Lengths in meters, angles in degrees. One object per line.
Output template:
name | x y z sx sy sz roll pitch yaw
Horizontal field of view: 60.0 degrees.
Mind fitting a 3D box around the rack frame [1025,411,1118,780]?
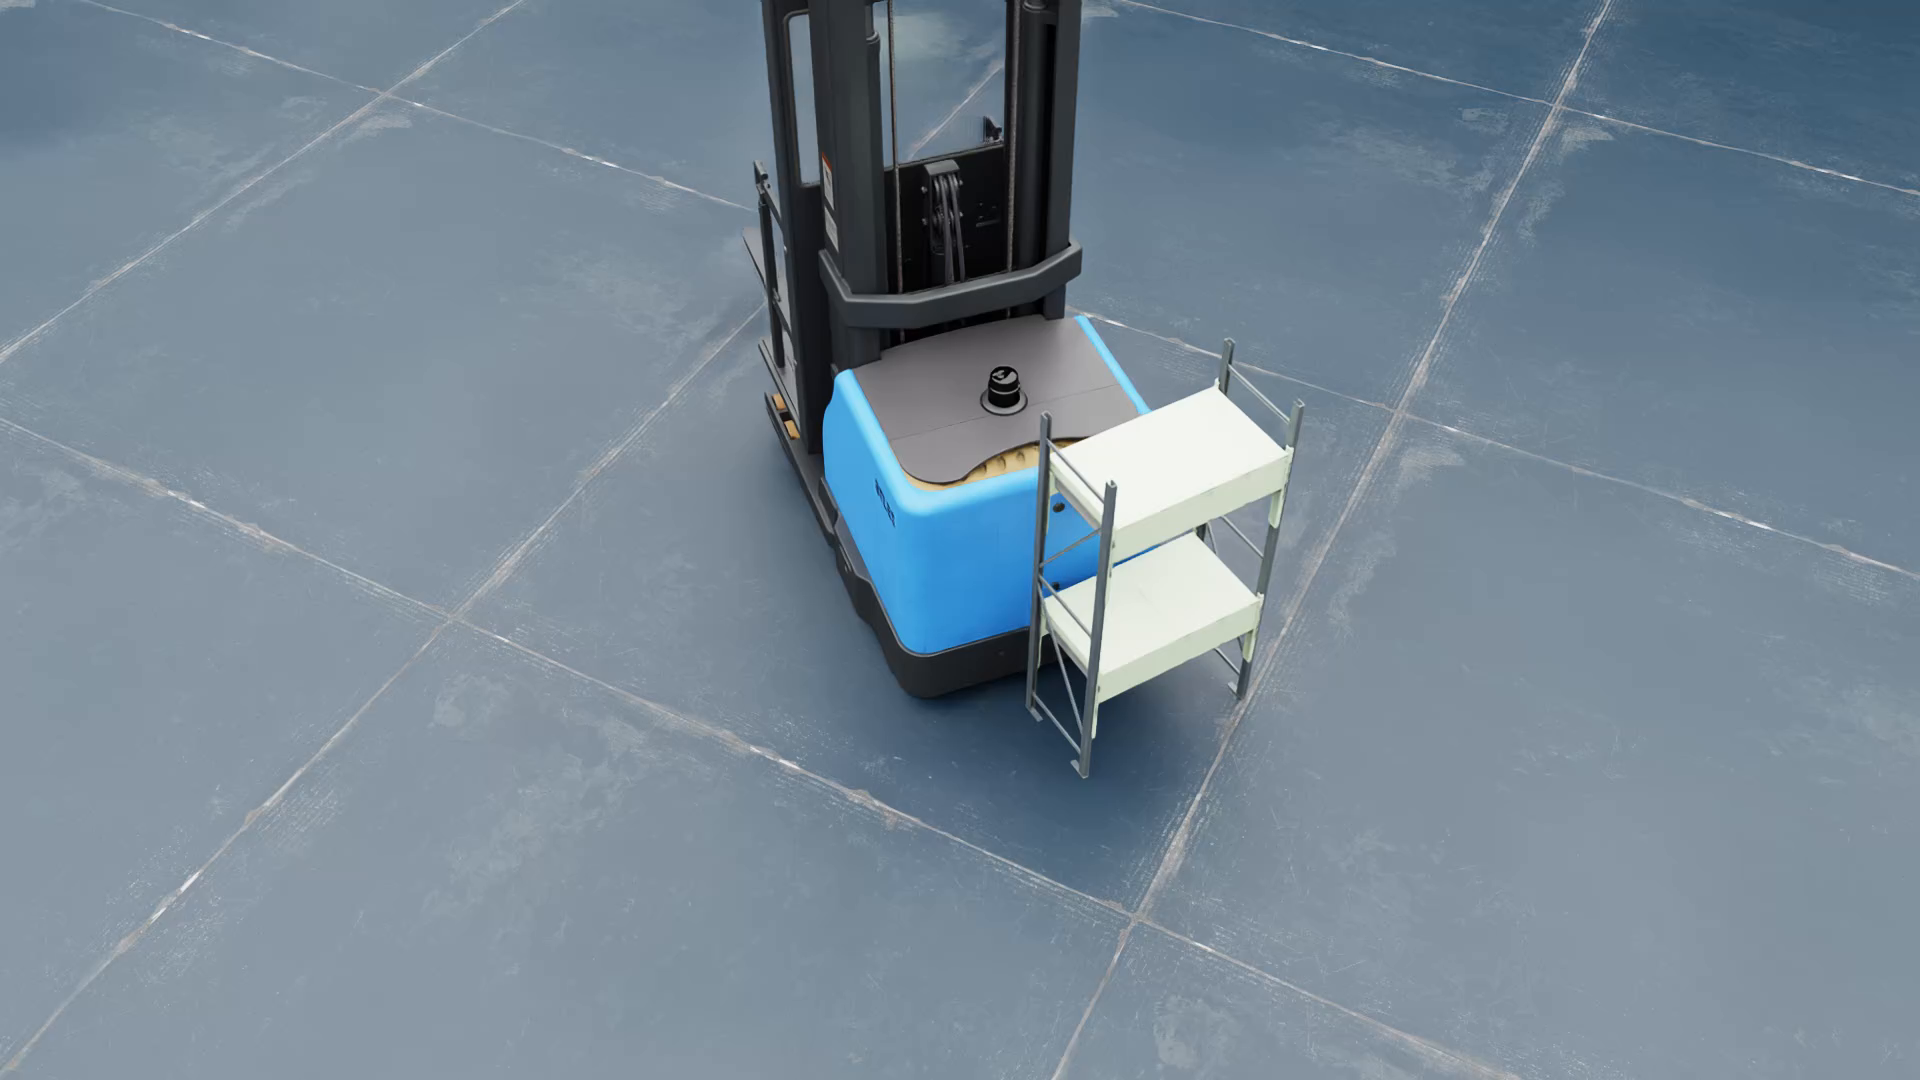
rack frame | 0.367 0.236 5.739 0.023 1.500 0.400 -23 50 -21

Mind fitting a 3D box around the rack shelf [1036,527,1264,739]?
rack shelf | 0.680 0.330 6.105 0.720 0.370 0.431 -23 50 -21

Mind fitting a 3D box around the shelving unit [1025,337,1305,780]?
shelving unit | 0.681 0.103 5.871 0.755 1.500 0.431 -23 50 -21

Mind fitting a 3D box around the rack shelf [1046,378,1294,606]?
rack shelf | 0.683 -0.170 5.591 0.720 0.370 0.431 -23 50 -21

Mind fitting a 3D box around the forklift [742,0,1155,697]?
forklift | -0.233 -1.497 6.449 1.130 2.935 3.031 -15 47 -14

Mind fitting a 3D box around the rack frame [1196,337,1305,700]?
rack frame | 0.995 -0.031 6.003 0.023 1.500 0.400 -23 50 -21
